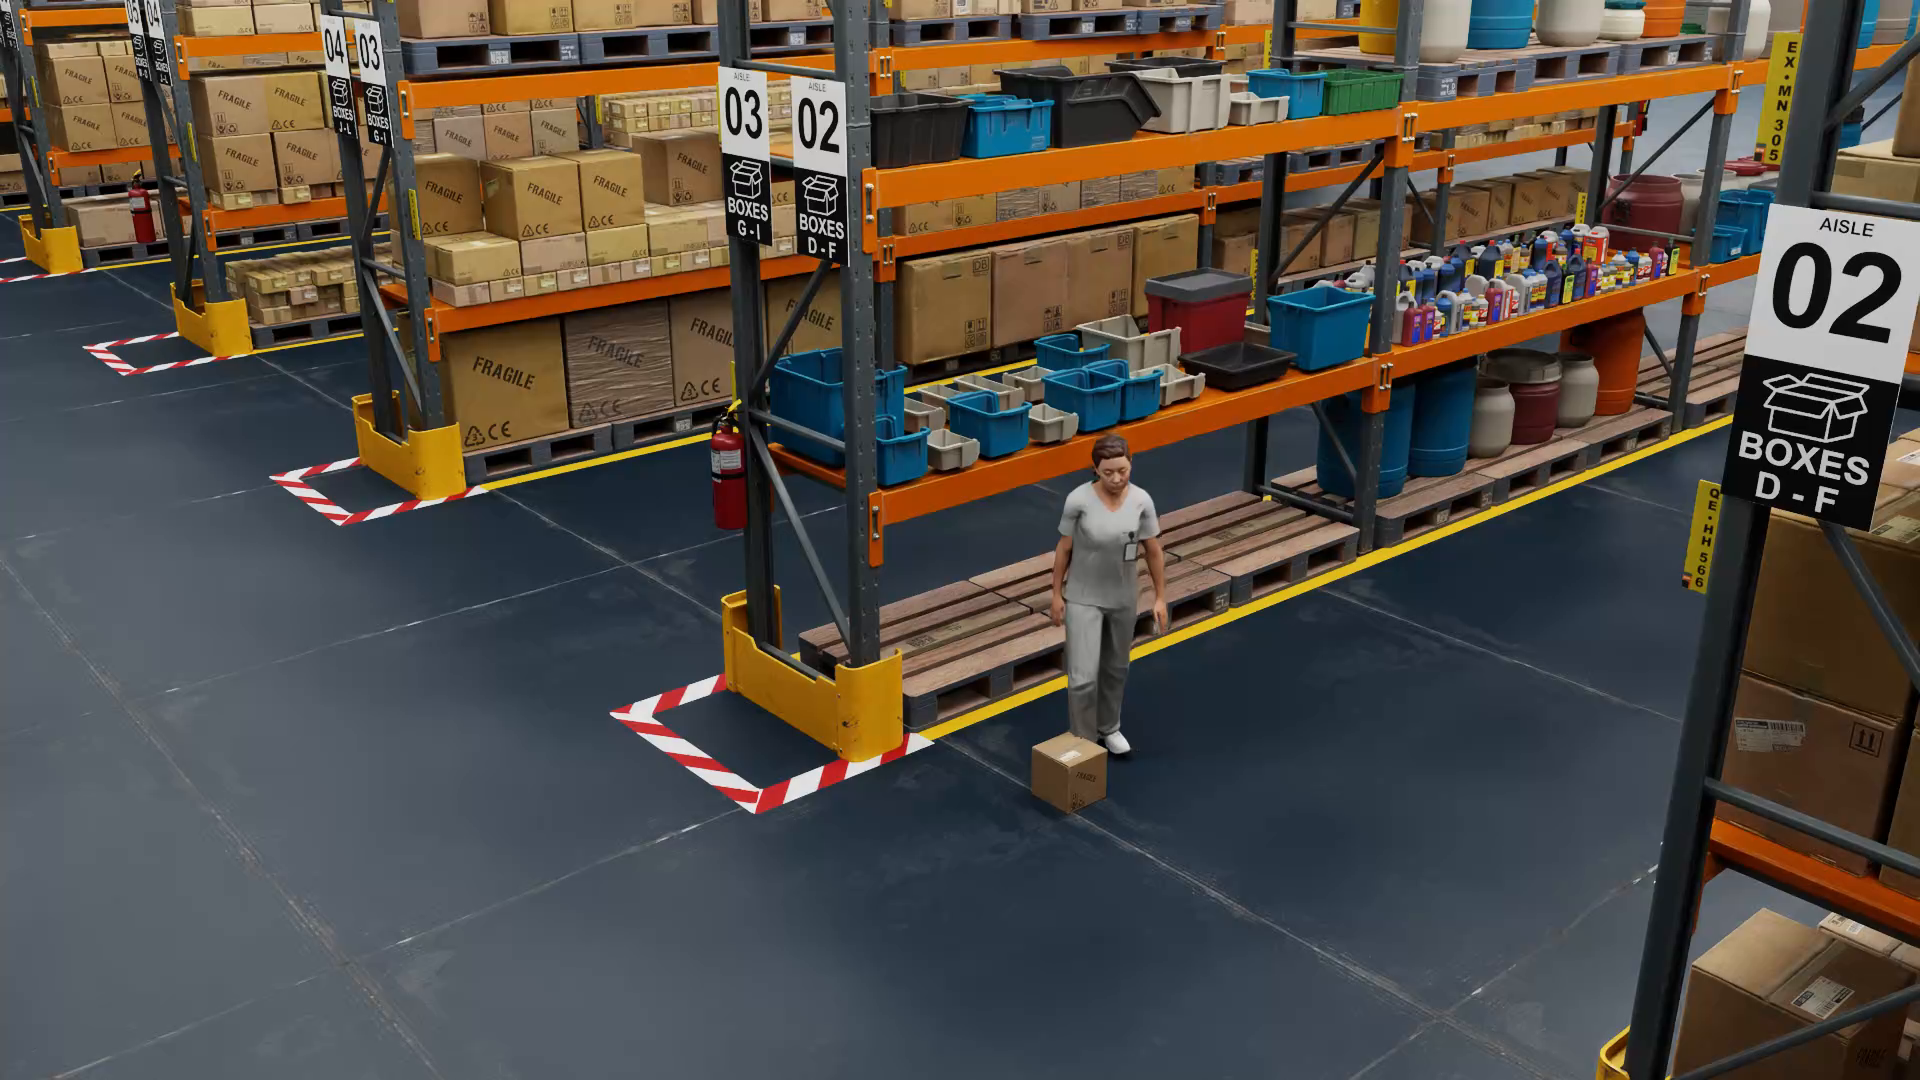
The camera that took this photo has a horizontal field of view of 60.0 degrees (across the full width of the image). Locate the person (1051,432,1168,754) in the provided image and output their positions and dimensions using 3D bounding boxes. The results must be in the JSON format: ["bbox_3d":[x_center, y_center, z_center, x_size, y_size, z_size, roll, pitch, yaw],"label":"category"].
[{"bbox_3d":[0.703,0.318,7.789,0.534,1.720,0.596,-4,21,-11],"label":"person"}]
